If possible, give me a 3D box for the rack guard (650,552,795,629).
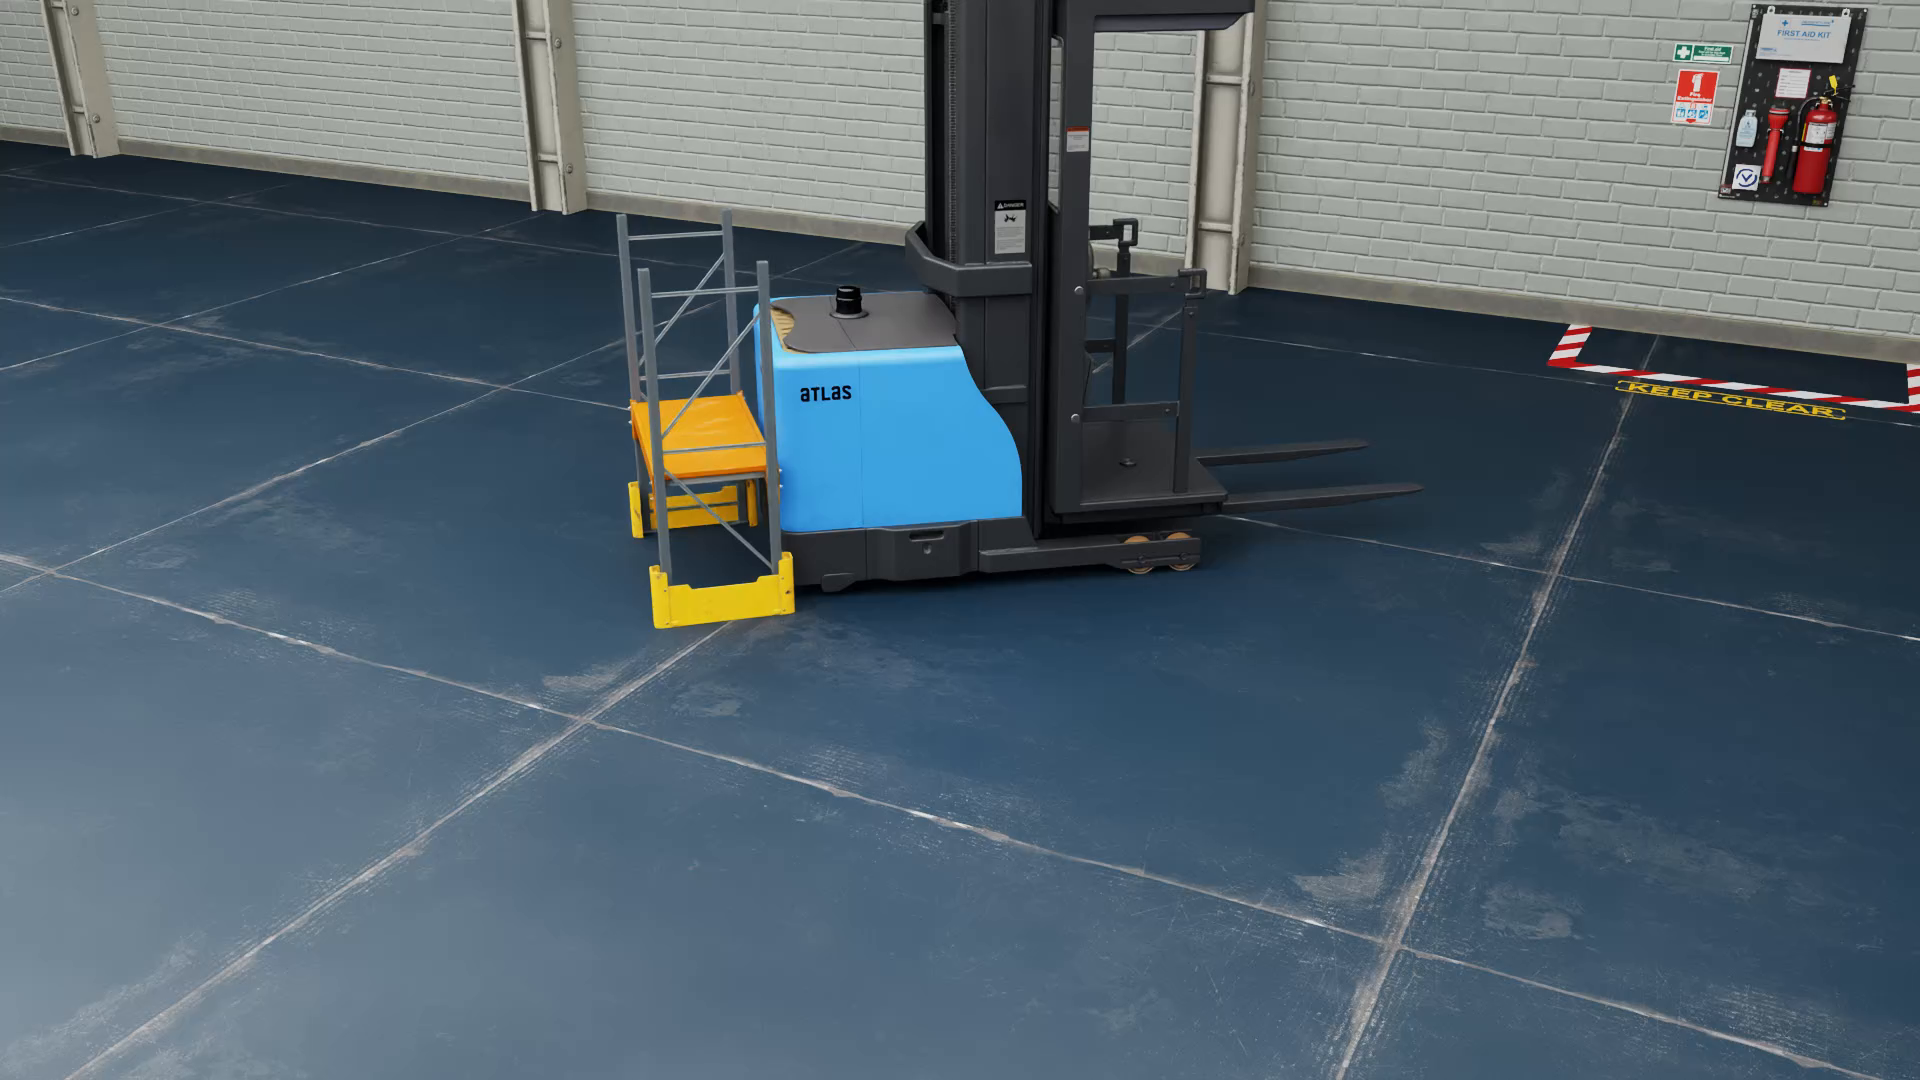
[{"bbox_3d":[-0.988,0.208,6.940,0.587,0.250,0.087,-6,24,-14],"label":"rack guard"}]

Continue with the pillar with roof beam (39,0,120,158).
[{"bbox_3d":[-10.794,-6.594,11.757,0.400,9.000,9.100,11,25,25],"label":"pillar with roof beam"}]

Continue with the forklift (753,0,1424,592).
[{"bbox_3d":[0.613,-1.396,7.287,3.031,2.935,1.130,-4,23,-10],"label":"forklift"}]

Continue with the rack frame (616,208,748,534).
[{"bbox_3d":[-1.256,-0.750,7.597,0.500,1.500,0.032,-6,24,-14],"label":"rack frame"}]

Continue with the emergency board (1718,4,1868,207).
[{"bbox_3d":[5.024,-2.608,10.050,0.643,1.169,0.194,11,25,25],"label":"emergency board"}]

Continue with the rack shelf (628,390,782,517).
[{"bbox_3d":[-1.122,-0.393,7.216,0.538,0.185,1.000,-6,24,-14],"label":"rack shelf"}]

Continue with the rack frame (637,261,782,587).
[{"bbox_3d":[-0.988,-0.366,6.695,0.500,1.500,0.032,-6,24,-14],"label":"rack frame"}]

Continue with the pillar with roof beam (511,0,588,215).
[{"bbox_3d":[-5.440,-5.535,9.266,0.400,9.000,9.100,11,25,25],"label":"pillar with roof beam"}]

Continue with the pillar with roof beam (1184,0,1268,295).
[{"bbox_3d":[-0.085,-4.475,6.774,0.400,9.000,9.100,11,25,25],"label":"pillar with roof beam"}]

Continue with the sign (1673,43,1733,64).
[{"bbox_3d":[4.577,-2.998,10.244,0.331,0.109,0.001,11,25,25],"label":"sign"}]

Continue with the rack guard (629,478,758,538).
[{"bbox_3d":[-1.251,-0.168,7.825,0.587,0.250,0.087,-6,24,-14],"label":"rack guard"}]

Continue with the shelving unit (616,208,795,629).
[{"bbox_3d":[-1.119,-0.555,7.138,0.587,1.500,1.083,-6,24,-14],"label":"shelving unit"}]

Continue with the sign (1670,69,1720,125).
[{"bbox_3d":[4.577,-2.758,10.357,0.234,0.329,0.001,11,25,25],"label":"sign"}]

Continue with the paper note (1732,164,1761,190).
[{"bbox_3d":[4.897,-2.258,10.353,0.142,0.148,0.016,11,25,25],"label":"paper note"}]
